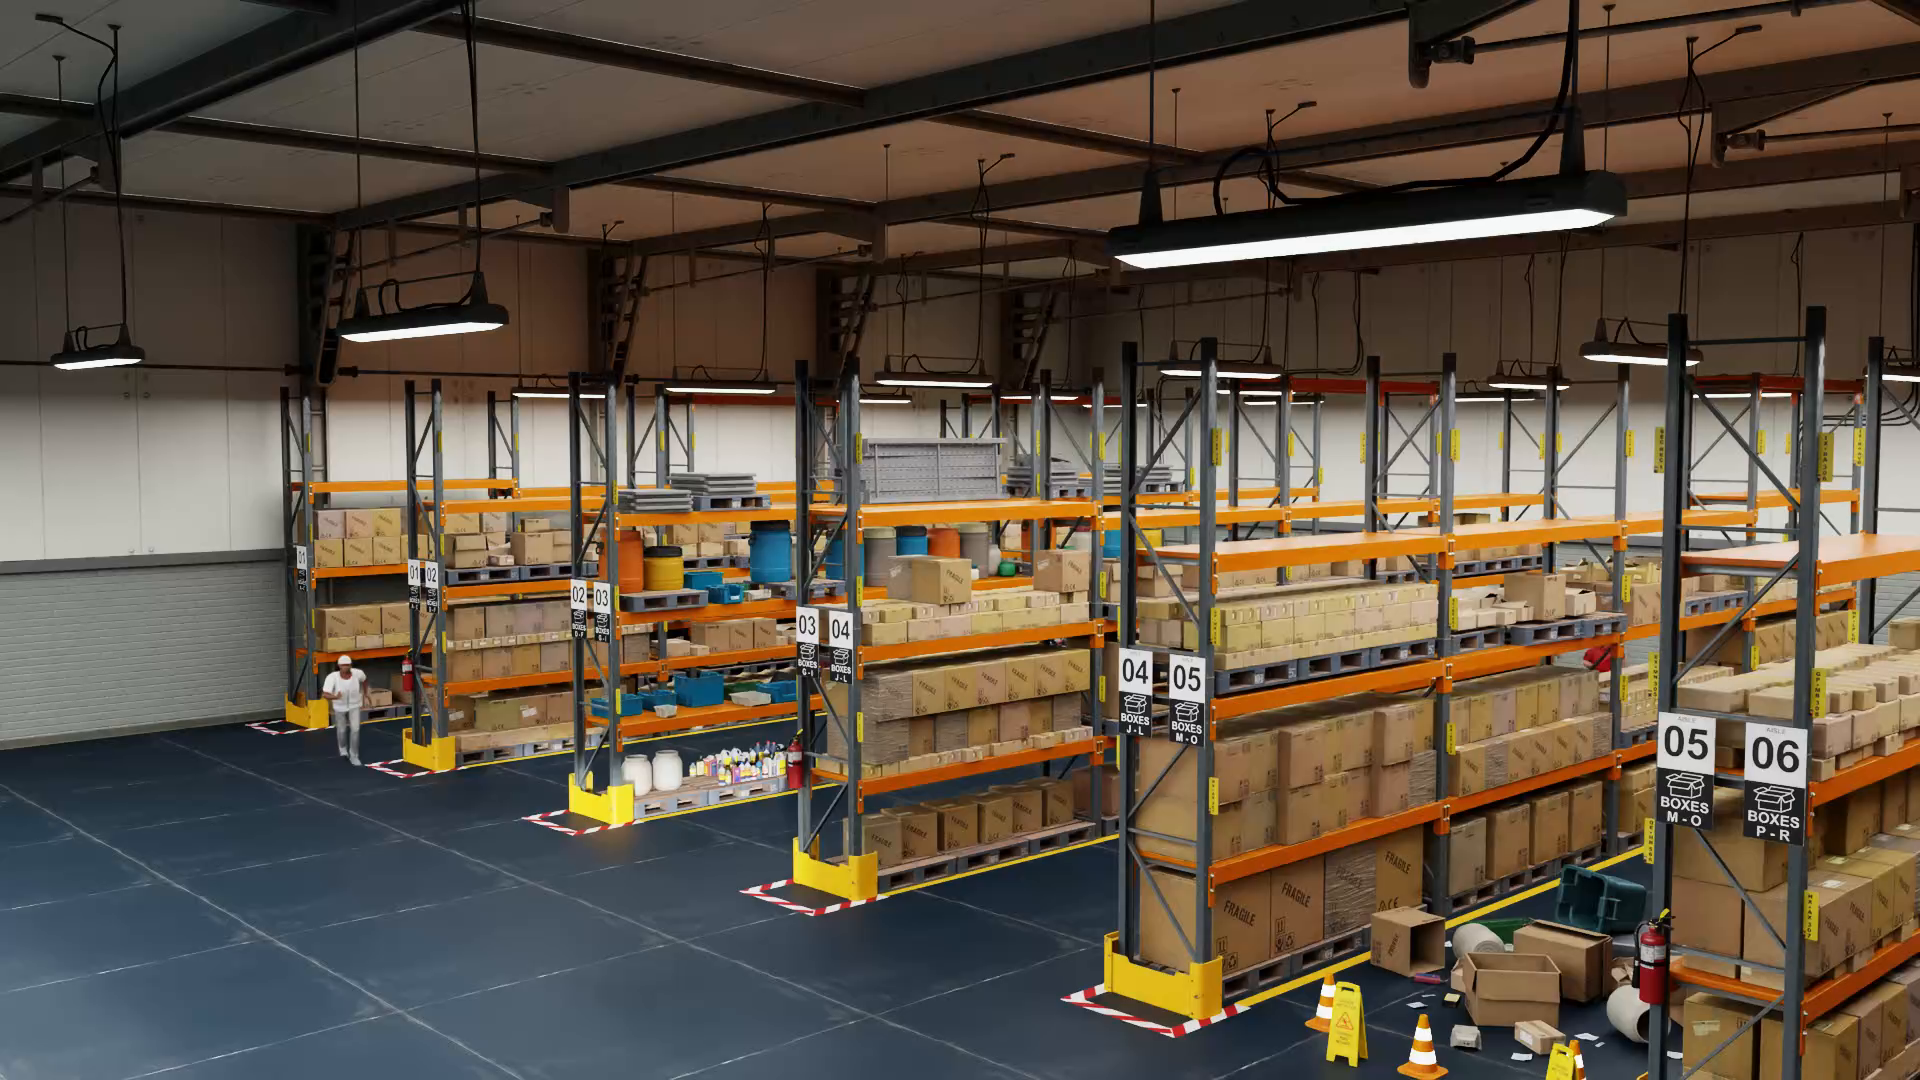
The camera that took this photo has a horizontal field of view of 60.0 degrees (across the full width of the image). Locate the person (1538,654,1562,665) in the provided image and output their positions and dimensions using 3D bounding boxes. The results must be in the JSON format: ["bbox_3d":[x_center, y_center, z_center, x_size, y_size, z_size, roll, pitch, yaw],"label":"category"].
[{"bbox_3d":[10.736,2.367,30.515,0.600,1.637,0.995,-3,5,-39],"label":"person"}]

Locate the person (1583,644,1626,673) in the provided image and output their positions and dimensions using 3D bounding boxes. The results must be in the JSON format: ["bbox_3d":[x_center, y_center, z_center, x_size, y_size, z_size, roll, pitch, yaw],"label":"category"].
[{"bbox_3d":[11.109,2.468,28.718,0.654,1.792,0.886,2,4,33],"label":"person"}]

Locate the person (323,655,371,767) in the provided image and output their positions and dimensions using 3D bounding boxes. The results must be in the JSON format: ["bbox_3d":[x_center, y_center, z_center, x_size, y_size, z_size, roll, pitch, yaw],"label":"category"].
[{"bbox_3d":[-9.581,2.640,26.014,0.715,1.734,0.982,-1,4,-21],"label":"person"}]
